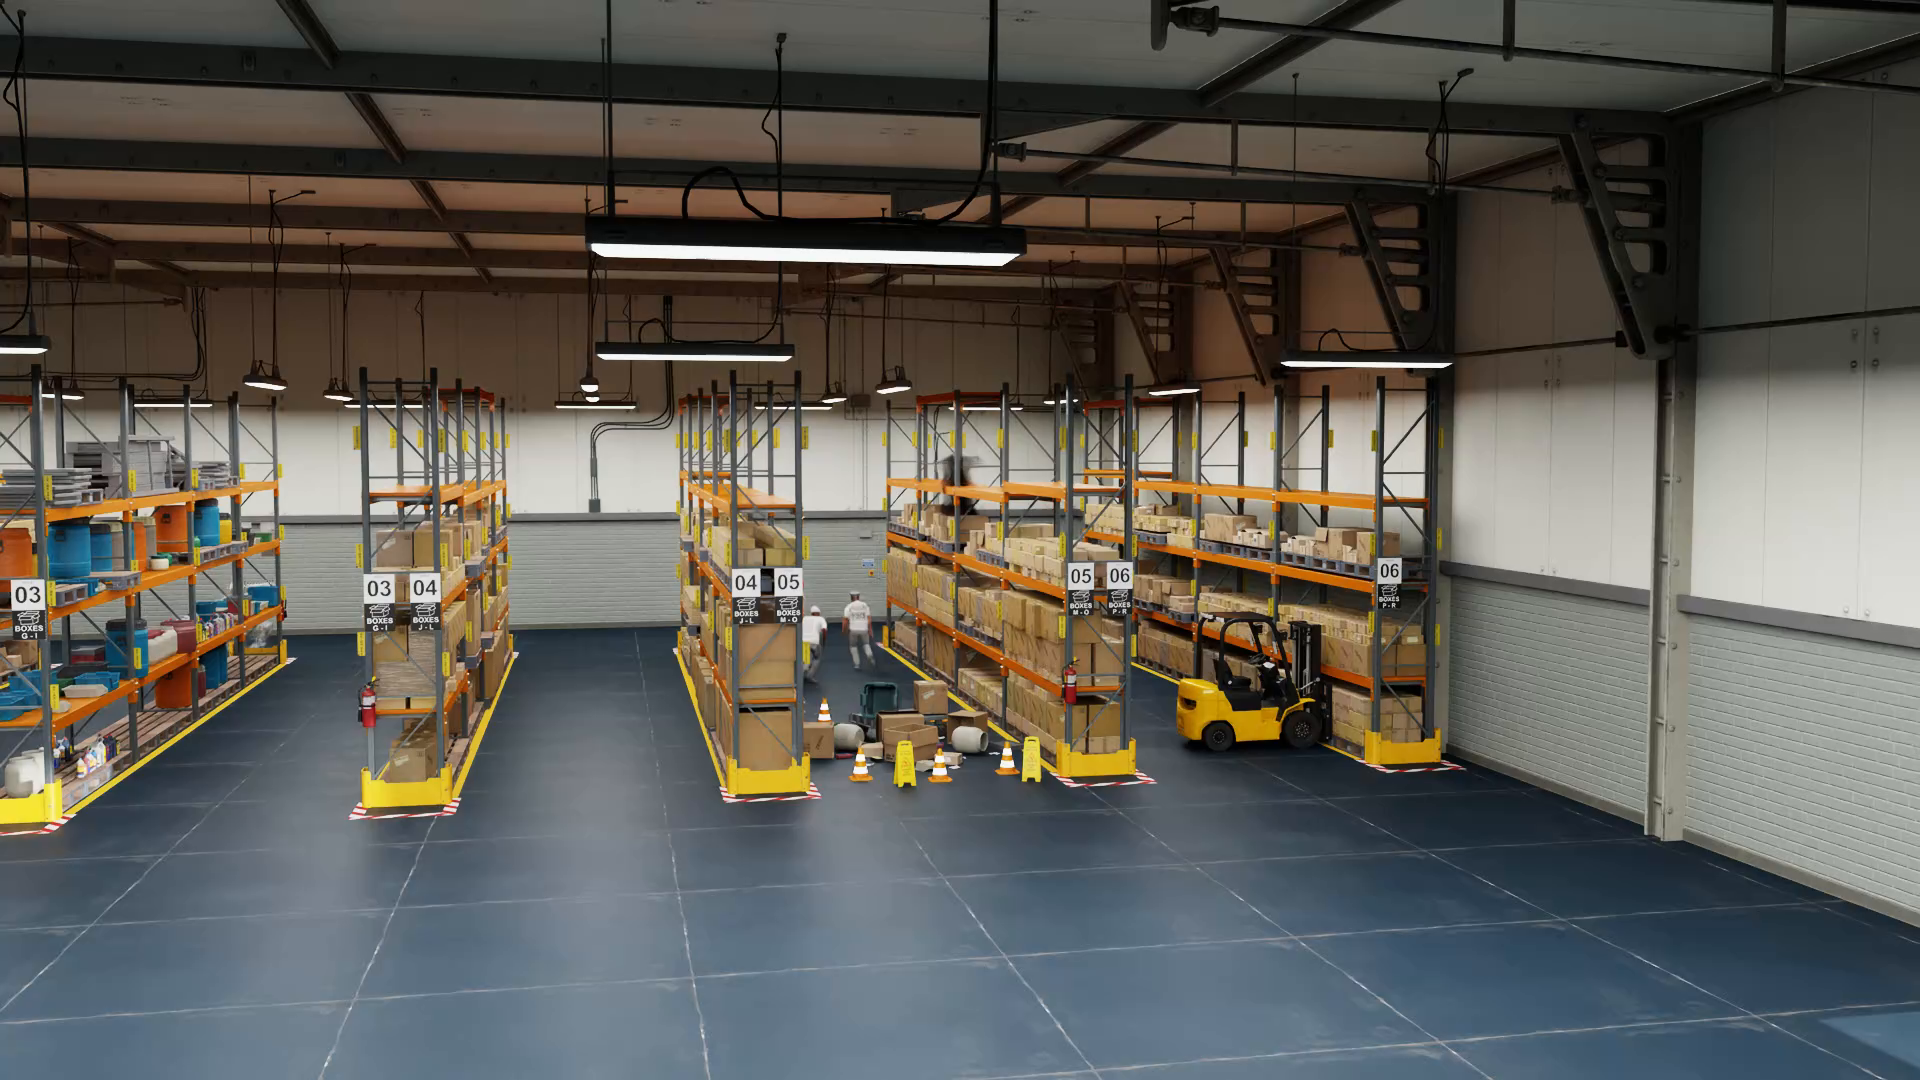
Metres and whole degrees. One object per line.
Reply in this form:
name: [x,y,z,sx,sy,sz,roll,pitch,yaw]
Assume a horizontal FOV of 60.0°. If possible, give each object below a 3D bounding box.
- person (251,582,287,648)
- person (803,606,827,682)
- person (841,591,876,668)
person: [-16.470,1.818,39.488,0.720,1.661,0.892,3,4,40]
person: [-3.119,2.177,34.448,0.707,1.572,1.051,1,3,12]
person: [-2.219,1.976,36.469,0.687,1.683,0.618,-1,4,-16]
